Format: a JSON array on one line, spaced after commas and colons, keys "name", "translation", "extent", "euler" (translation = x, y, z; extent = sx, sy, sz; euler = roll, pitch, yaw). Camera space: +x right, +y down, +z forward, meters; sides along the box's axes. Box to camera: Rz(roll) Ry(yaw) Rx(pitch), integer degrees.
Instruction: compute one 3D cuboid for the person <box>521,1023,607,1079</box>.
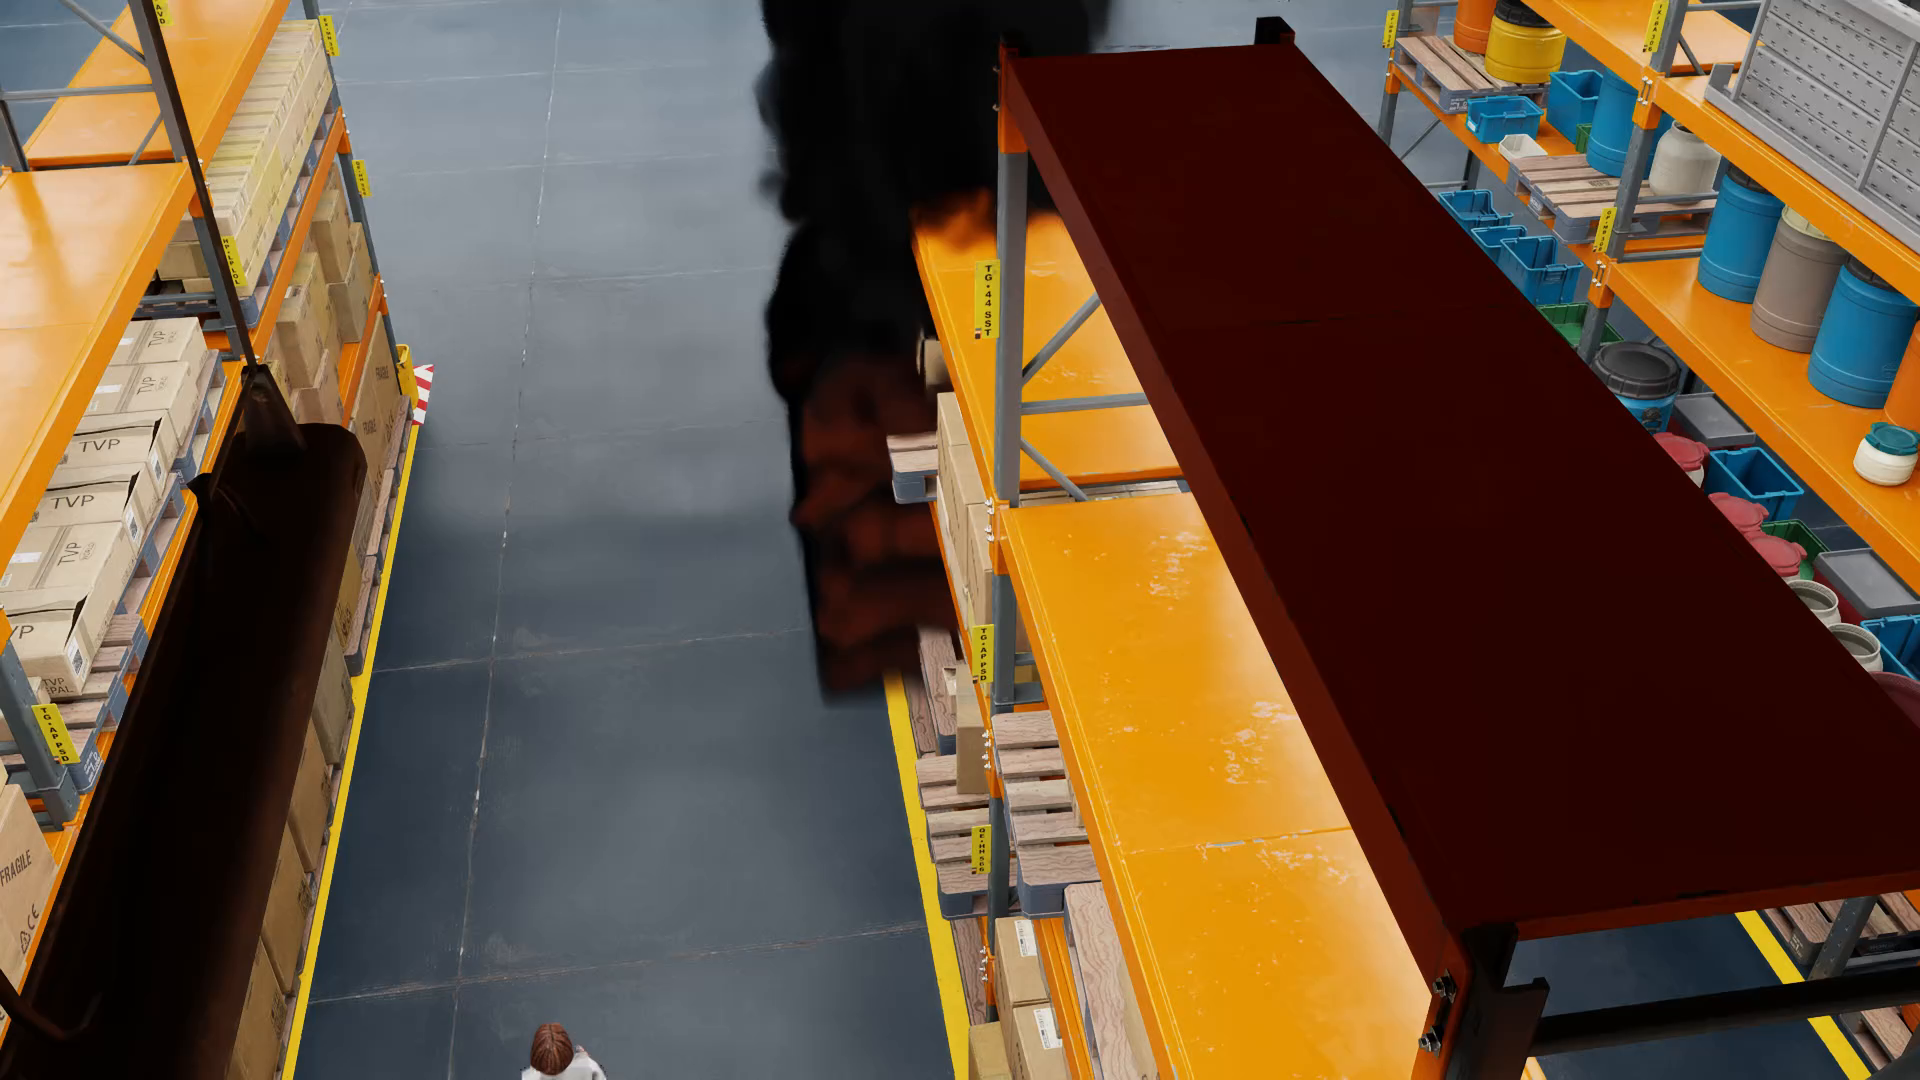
[{"name": "person", "translation": [-1.859, 2.771, 7.868], "extent": [0.524, 1.587, 0.543], "euler": [-9, 37, -12]}]
